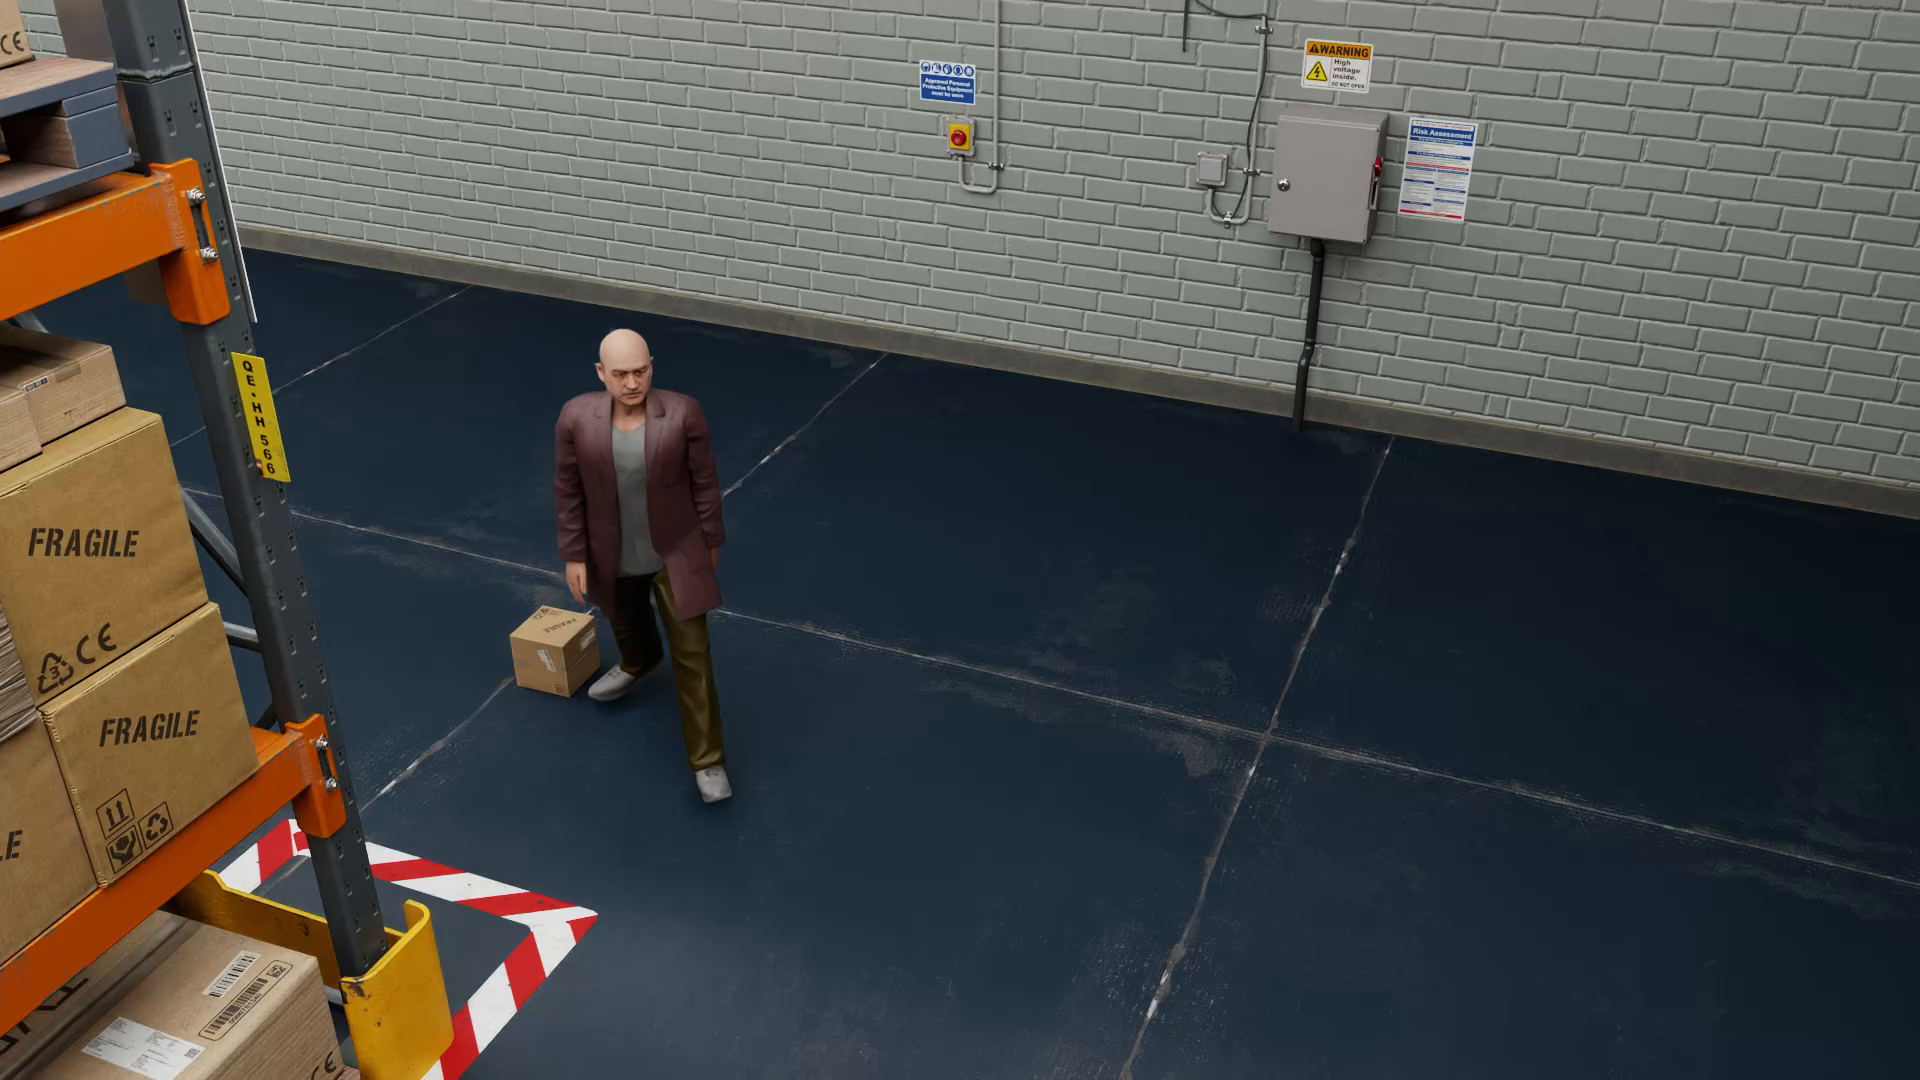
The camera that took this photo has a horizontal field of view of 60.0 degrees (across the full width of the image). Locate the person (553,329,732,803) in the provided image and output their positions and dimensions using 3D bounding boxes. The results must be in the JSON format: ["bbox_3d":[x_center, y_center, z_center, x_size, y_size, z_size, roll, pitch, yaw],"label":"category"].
[{"bbox_3d":[-1.168,0.038,6.081,0.652,1.749,1.006,0,29,-1],"label":"person"}]
